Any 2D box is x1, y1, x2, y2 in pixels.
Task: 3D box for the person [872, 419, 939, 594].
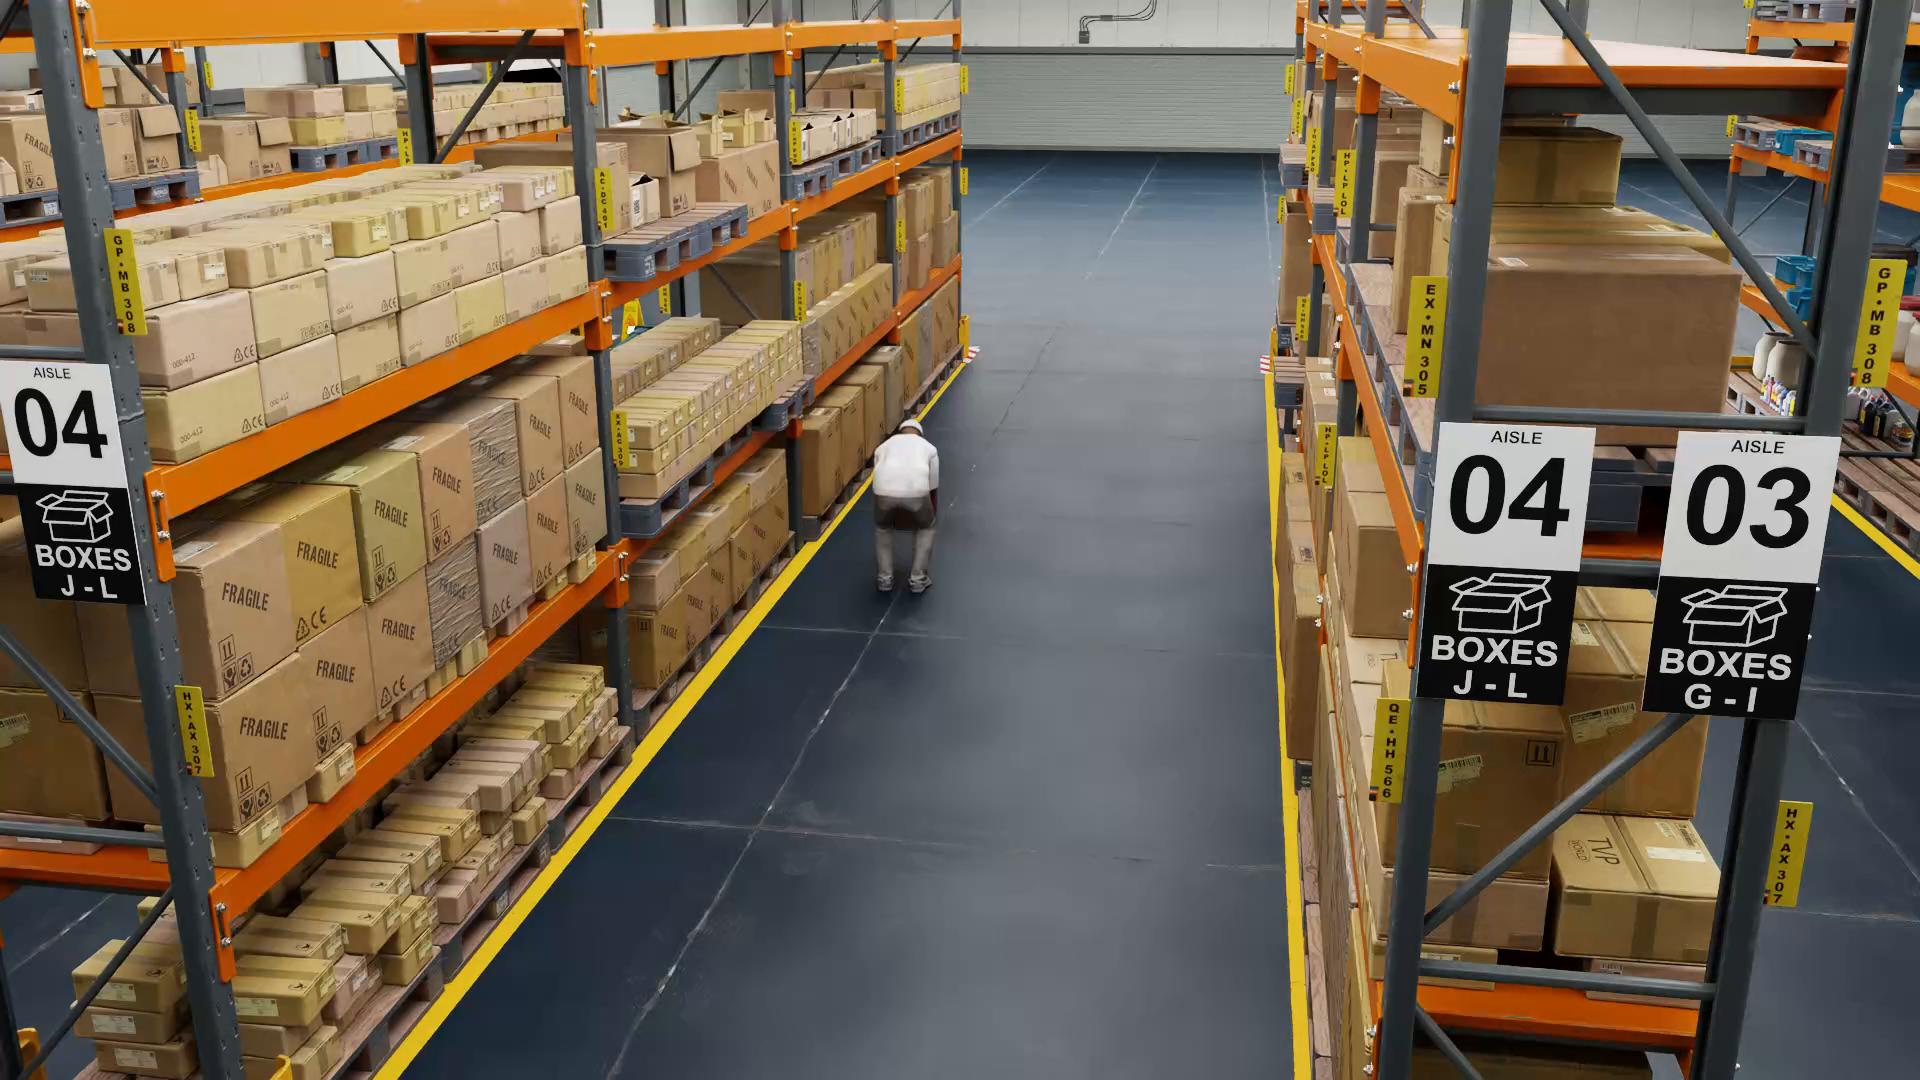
[{"bbox_3d":[-0.422,-0.262,12.778,0.501,1.186,0.954,2,18,5],"label":"person"}]
